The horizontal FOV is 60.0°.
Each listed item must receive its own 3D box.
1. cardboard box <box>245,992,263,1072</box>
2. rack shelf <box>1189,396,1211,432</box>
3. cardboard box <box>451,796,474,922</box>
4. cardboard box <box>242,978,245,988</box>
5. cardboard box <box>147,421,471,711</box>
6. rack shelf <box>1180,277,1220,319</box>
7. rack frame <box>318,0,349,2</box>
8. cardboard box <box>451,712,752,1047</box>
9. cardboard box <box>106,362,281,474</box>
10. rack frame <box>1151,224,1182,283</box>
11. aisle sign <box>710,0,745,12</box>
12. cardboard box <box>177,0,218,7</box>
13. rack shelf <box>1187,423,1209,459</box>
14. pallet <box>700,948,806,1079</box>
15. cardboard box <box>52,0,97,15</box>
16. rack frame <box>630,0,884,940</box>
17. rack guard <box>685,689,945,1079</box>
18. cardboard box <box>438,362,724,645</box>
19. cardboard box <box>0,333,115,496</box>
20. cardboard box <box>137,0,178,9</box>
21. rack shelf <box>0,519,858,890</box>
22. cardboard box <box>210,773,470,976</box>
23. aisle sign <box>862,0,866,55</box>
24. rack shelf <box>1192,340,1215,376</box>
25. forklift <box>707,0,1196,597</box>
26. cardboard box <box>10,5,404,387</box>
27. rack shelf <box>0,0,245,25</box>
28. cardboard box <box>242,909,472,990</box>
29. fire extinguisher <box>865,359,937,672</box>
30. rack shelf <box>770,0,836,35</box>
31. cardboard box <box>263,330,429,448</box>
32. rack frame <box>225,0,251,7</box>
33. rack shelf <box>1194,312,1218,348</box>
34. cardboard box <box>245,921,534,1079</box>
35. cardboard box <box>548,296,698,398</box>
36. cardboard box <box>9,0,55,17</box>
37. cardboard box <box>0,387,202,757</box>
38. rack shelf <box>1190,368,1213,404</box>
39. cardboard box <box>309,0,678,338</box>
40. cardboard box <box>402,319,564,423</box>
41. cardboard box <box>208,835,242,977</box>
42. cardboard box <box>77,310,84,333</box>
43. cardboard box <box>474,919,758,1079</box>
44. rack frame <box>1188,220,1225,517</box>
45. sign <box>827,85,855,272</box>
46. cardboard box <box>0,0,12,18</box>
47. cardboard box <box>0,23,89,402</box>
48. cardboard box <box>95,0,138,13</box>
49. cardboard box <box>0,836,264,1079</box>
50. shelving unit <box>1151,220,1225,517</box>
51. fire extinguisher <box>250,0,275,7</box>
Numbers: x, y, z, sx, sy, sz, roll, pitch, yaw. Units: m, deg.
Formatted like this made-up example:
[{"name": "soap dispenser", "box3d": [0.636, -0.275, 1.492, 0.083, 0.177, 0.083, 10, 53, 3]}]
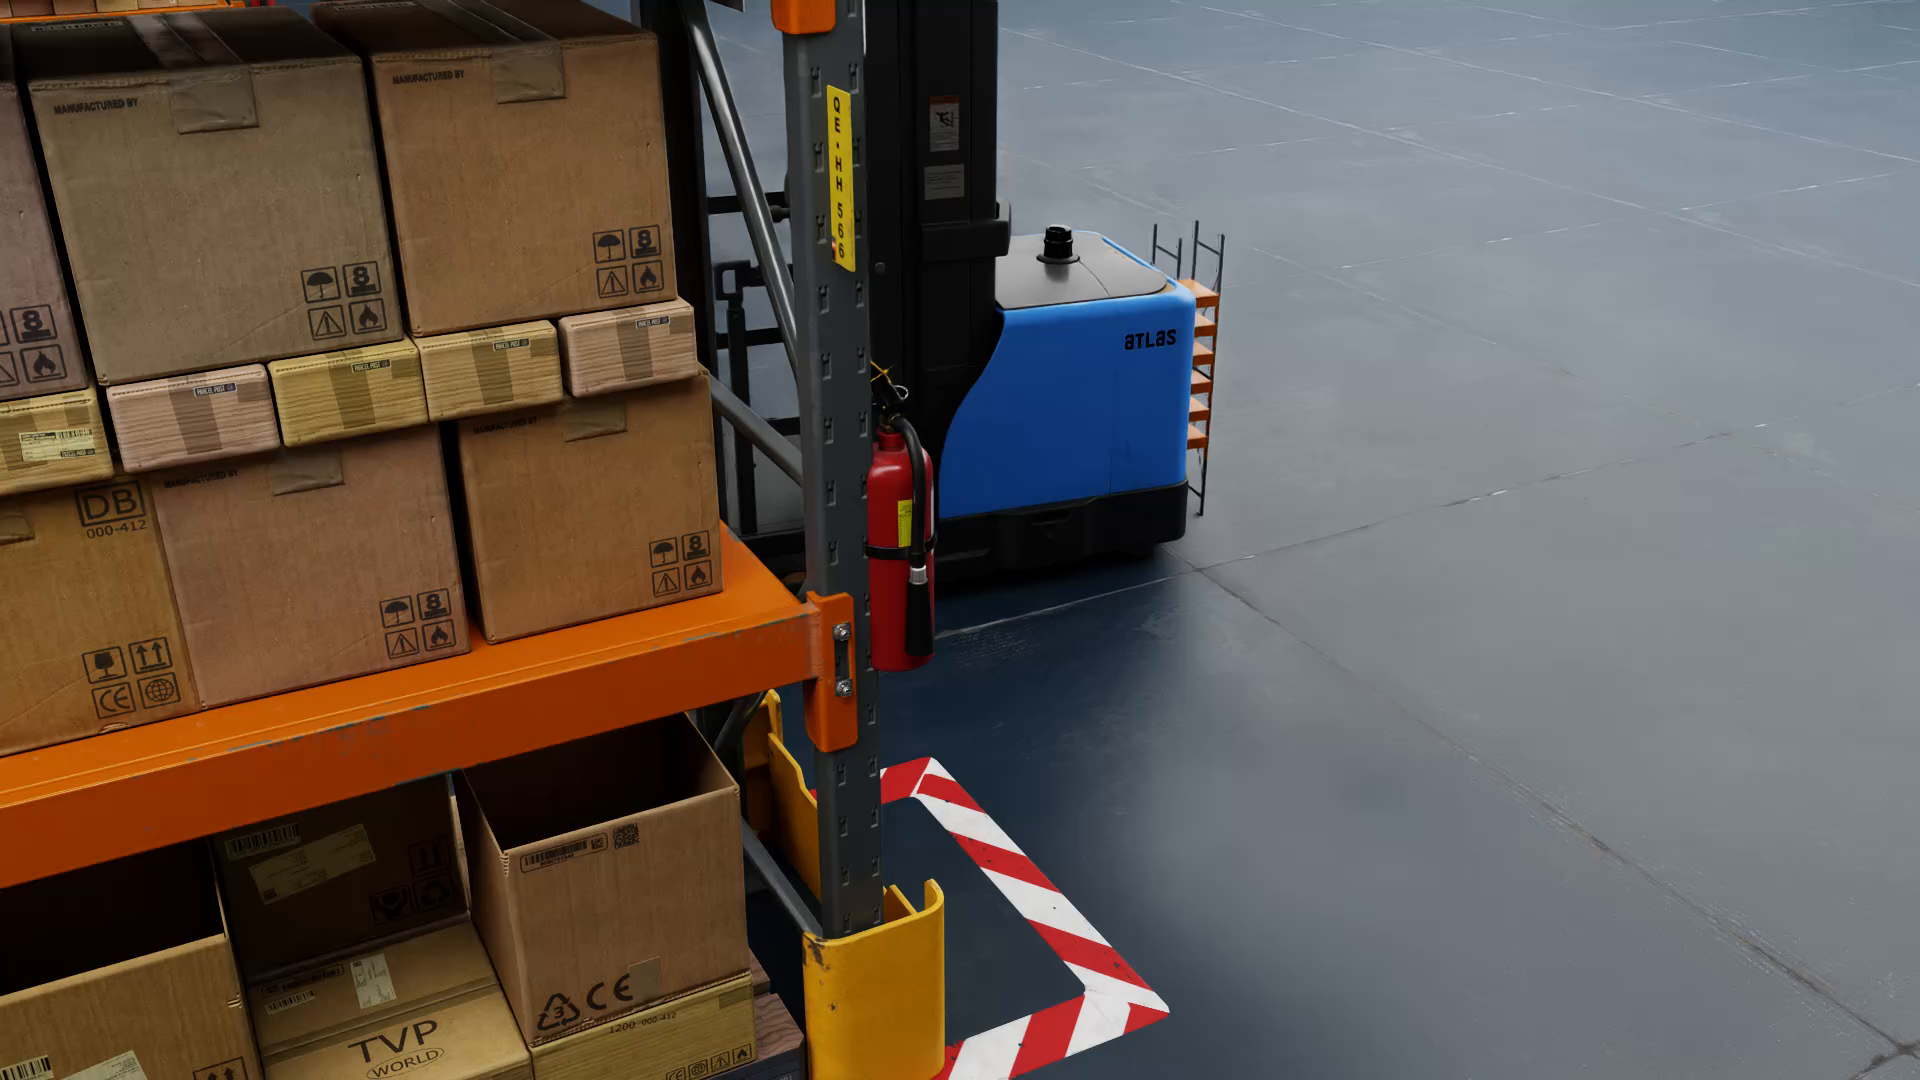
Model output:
[{"name": "cardboard box", "box3d": [-1.672, 1.239, 3.395, 0.500, 0.250, 0.500, -13, 29, -25]}, {"name": "rack shelf", "box3d": [0.890, -0.526, 6.837, 0.180, 0.103, 0.258, -8, 27, -18]}, {"name": "cardboard box", "box3d": [-1.040, 0.832, 4.243, 0.500, 0.250, 0.500, -13, 29, -25]}, {"name": "cardboard box", "box3d": [-1.921, 1.037, 3.816, 0.500, 0.250, 0.500, -13, 29, -25]}, {"name": "cardboard box", "box3d": [-1.341, -0.088, 3.353, 0.500, 0.500, 0.700, -12, 28, -24]}, {"name": "rack shelf", "box3d": [0.894, -0.959, 6.631, 0.180, 0.103, 0.258, -8, 27, -18]}, {"name": "rack frame", "box3d": [-2.790, -2.135, 7.730, 0.127, 3.000, 1.000, -13, 29, -25]}, {"name": "cardboard box", "box3d": [-0.795, 0.693, 3.667, 0.500, 0.500, 0.500, -13, 29, -25]}, {"name": "cardboard box", "box3d": [-1.389, -0.273, 2.987, 0.250, 0.149, 0.380, -13, 28, -24]}, {"name": "rack frame", "box3d": [0.805, -0.662, 6.738, 0.006, 1.200, 0.240, -8, 27, -18]}, {"name": "aisle sign", "box3d": [-0.548, -1.544, 3.498, 0.004, 0.787, 0.394, -13, 29, -25]}, {"name": "cardboard box", "box3d": [-5.275, -3.776, 11.440, 0.250, 0.149, 0.380, -13, 29, -25]}, {"name": "rack shelf", "box3d": [0.889, -0.418, 6.889, 0.180, 0.103, 0.258, -8, 27, -18]}, {"name": "pallet", "box3d": [-1.117, 1.187, 4.035, 1.213, 0.211, 1.003, -13, 29, -25]}, {"name": "cardboard box", "box3d": [-5.920, -3.610, 11.093, 0.250, 0.149, 0.380, -13, 29, -25]}, {"name": "rack frame", "box3d": [-0.462, -0.242, 3.789, 0.127, 3.000, 1.000, -13, 29, -25]}, {"name": "rack guard", "box3d": [-0.441, 0.880, 4.340, 0.348, 0.500, 1.175, -13, 29, -25]}, {"name": "cardboard box", "box3d": [-0.880, -0.197, 3.579, 0.500, 0.500, 0.700, -13, 29, -25]}, {"name": "cardboard box", "box3d": [-1.620, -0.219, 2.876, 0.250, 0.149, 0.380, -12, 28, -24]}, {"name": "cardboard box", "box3d": [-5.496, -3.725, 11.334, 0.250, 0.149, 0.380, -13, 29, -25]}, {"name": "rack shelf", "box3d": [-2.227, 0.489, 3.096, 4.000, 0.370, 1.077, -13, 29, -25]}, {"name": "cardboard box", "box3d": [-1.480, 0.597, 3.867, 0.500, 0.500, 0.500, -13, 29, -25]}, {"name": "aisle sign", "box3d": [-0.266, -1.315, 3.020, 0.004, 0.787, 0.394, -13, 29, -25]}, {"name": "rack shelf", "box3d": [0.892, -0.743, 6.734, 0.180, 0.103, 0.258, -8, 27, -18]}, {"name": "forklift", "box3d": [-0.672, -1.263, 5.994, 3.031, 2.935, 1.130, -9, 27, -17]}, {"name": "cardboard box", "box3d": [-1.388, -0.662, 3.049, 0.500, 0.500, 0.700, -14, 29, -26]}, {"name": "rack shelf", "box3d": [-6.885, -3.295, 10.978, 4.000, 0.370, 1.077, -13, 29, -25]}, {"name": "cardboard box", "box3d": [-1.480, 0.936, 4.028, 0.500, 0.250, 0.500, -13, 29, -25]}, {"name": "fire extinguisher", "box3d": [-0.139, -0.054, 3.486, 0.183, 0.674, 0.296, -13, 29, -25]}, {"name": "rack shelf", "box3d": [-2.227, -0.863, 2.447, 4.000, 0.370, 1.077, -13, 29, -25]}, {"name": "cardboard box", "box3d": [-1.166, -0.323, 3.092, 0.250, 0.149, 0.380, -13, 29, -26]}, {"name": "rack frame", "box3d": [-5.121, -4.026, 11.670, 0.127, 3.000, 1.000, -13, 29, -25]}, {"name": "rack shelf", "box3d": [0.893, -0.851, 6.682, 0.180, 0.103, 0.258, -8, 27, -18]}, {"name": "cardboard box", "box3d": [-1.232, 1.136, 3.609, 0.500, 0.250, 0.500, -13, 29, -25]}, {"name": "cardboard box", "box3d": [-0.710, -0.429, 3.313, 0.250, 0.149, 0.380, -14, 29, -26]}, {"name": "cardboard box", "box3d": [-6.160, -3.575, 11.020, 0.250, 0.149, 0.380, -13, 29, -25]}, {"name": "cardboard box", "box3d": [-1.782, 0.011, 3.147, 0.500, 0.500, 0.700, -13, 28, -25]}, {"name": "rack shelf", "box3d": [0.891, -0.634, 6.785, 0.180, 0.103, 0.258, -8, 27, -18]}, {"name": "cardboard box", "box3d": [-0.927, -0.771, 3.276, 0.500, 0.500, 0.700, -13, 29, -25]}, {"name": "cardboard box", "box3d": [-0.940, -0.375, 3.201, 0.250, 0.149, 0.380, -12, 28, -24]}, {"name": "cardboard box", "box3d": [-1.916, 0.704, 3.644, 0.500, 0.500, 0.500, -13, 29, -25]}, {"name": "cardboard box", "box3d": [-1.820, -0.371, 3.192, 0.250, 0.149, 0.380, -14, 29, -27]}, {"name": "cardboard box", "box3d": [-0.796, 1.030, 3.831, 0.500, 0.250, 0.500, -13, 29, -25]}, {"name": "rack frame", "box3d": [0.977, -0.687, 6.795, 0.006, 1.200, 0.240, -8, 27, -18]}, {"name": "sign", "box3d": [-0.219, -0.661, 3.049, 0.005, 0.325, 0.100, -13, 29, -25]}, {"name": "cardboard box", "box3d": [-6.370, -3.515, 10.896, 0.250, 0.149, 0.380, -13, 29, -25]}, {"name": "cardboard box", "box3d": [-1.833, -0.559, 2.834, 0.500, 0.500, 0.700, -13, 28, -25]}, {"name": "cardboard box", "box3d": [-5.692, -3.655, 11.187, 0.250, 0.149, 0.380, -13, 29, -25]}, {"name": "cardboard box", "box3d": [-1.671, 0.902, 3.231, 0.500, 0.500, 0.500, -13, 29, -25]}, {"name": "shelving unit", "box3d": [0.891, -0.674, 6.766, 0.189, 1.200, 0.258, -8, 27, -18]}, {"name": "fire extinguisher", "box3d": [-4.803, -3.839, 11.369, 0.183, 0.674, 0.296, -13, 29, -25]}]
